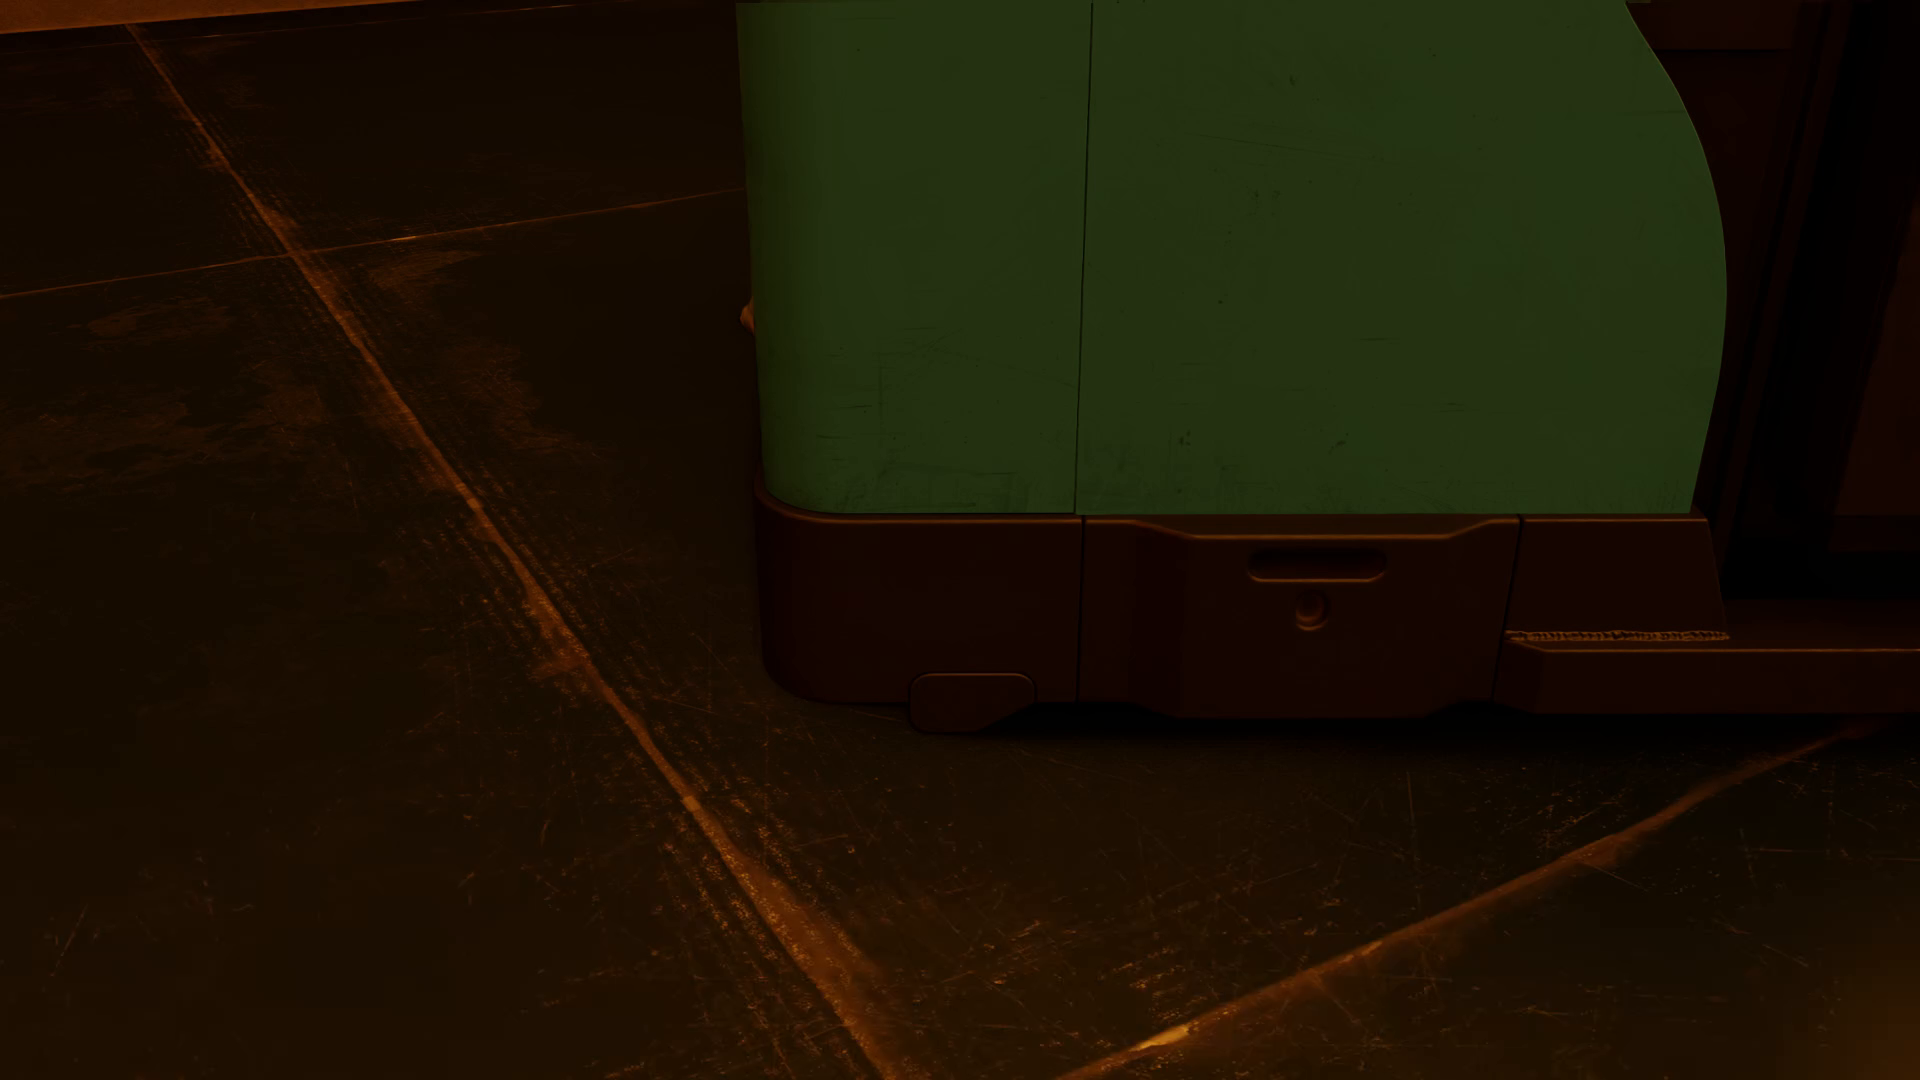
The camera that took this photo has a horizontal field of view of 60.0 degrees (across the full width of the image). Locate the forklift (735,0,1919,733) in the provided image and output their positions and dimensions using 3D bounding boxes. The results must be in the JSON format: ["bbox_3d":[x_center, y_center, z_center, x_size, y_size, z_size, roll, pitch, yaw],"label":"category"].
[{"bbox_3d":[1.271,-1.290,1.803,3.031,2.935,1.130,0,27,0],"label":"forklift"}]

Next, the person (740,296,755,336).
[{"bbox_3d":[-0.204,-1.085,2.910,0.467,1.589,0.799,-5,27,-10],"label":"person"}]
